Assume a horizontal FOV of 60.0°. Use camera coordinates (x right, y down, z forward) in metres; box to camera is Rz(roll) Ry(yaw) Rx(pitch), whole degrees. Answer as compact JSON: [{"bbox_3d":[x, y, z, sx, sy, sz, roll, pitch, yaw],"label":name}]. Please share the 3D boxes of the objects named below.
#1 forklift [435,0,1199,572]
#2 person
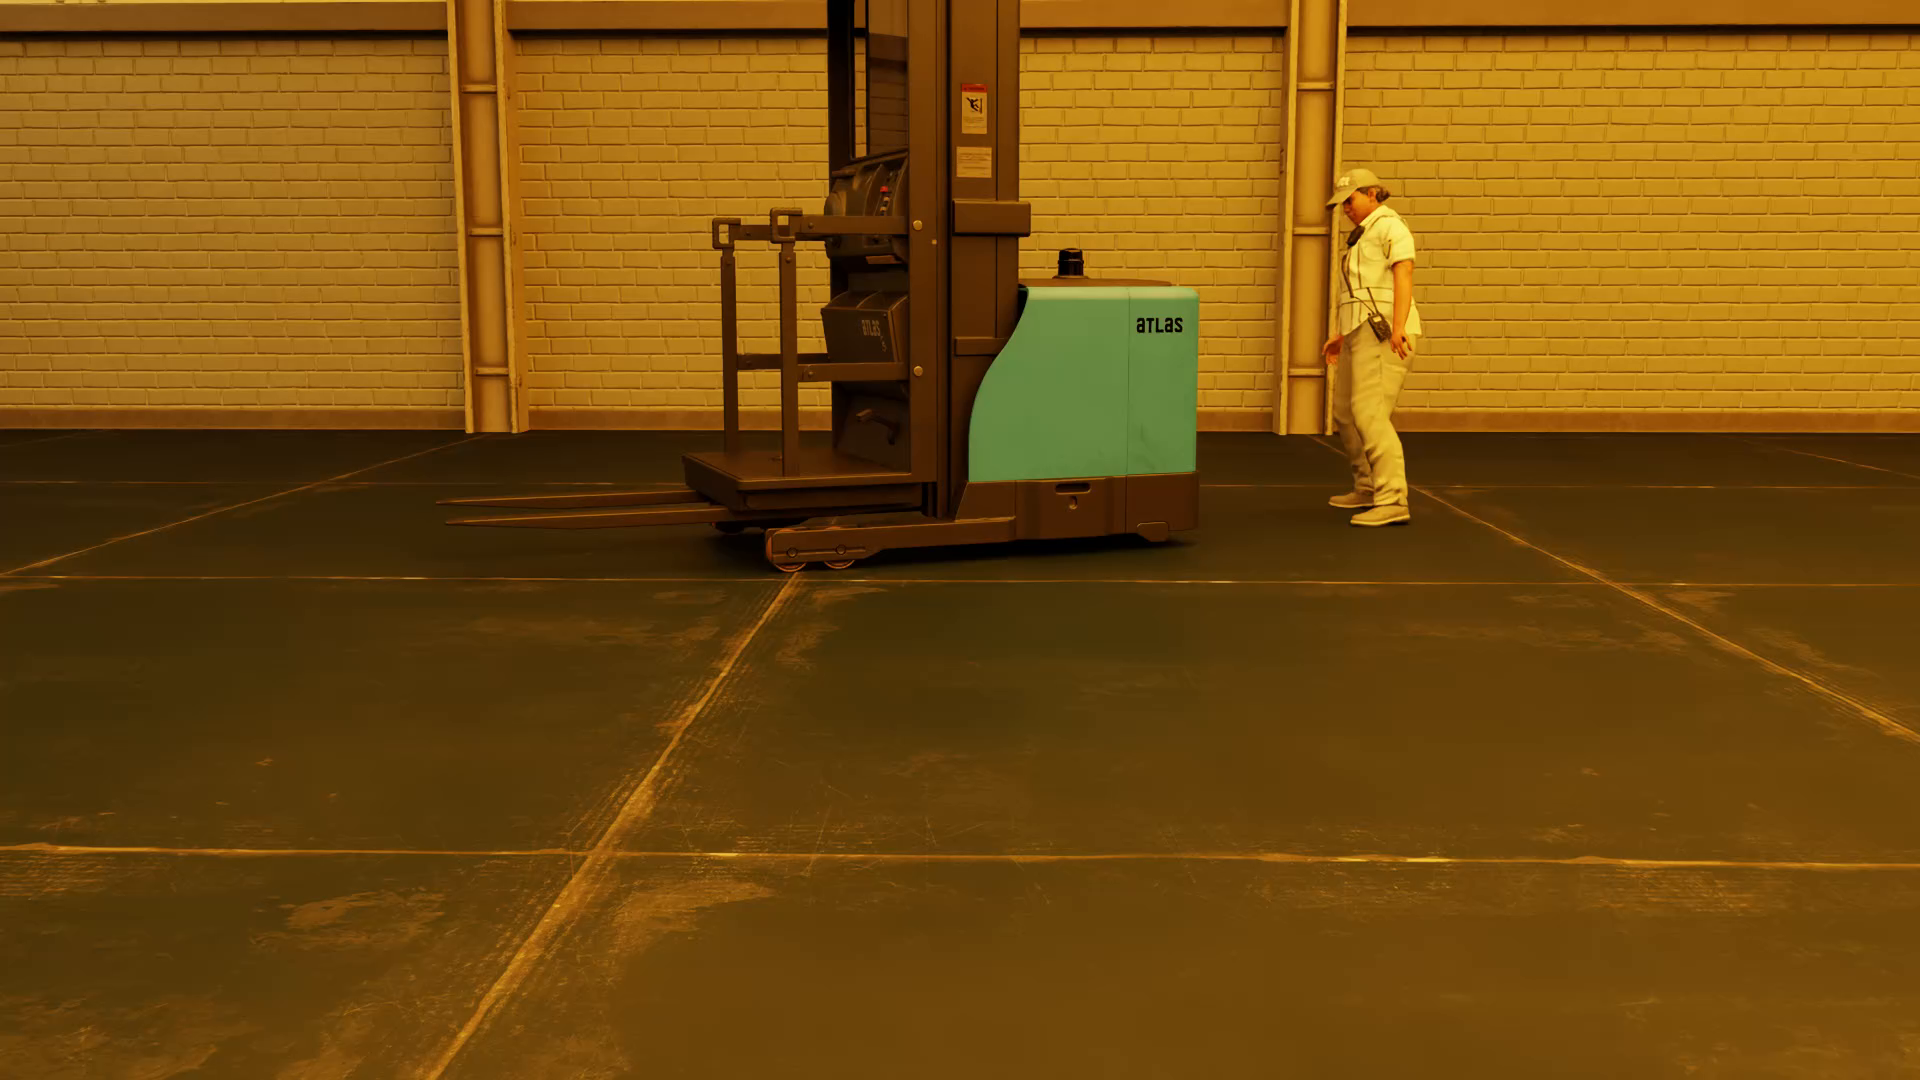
[{"bbox_3d":[-0.569,-1.416,6.694,3.031,2.935,1.130,-3,9,-20],"label":"forklift"},{"bbox_3d":[1.923,-0.920,7.805,0.443,1.626,0.840,0,9,3],"label":"person"}]
